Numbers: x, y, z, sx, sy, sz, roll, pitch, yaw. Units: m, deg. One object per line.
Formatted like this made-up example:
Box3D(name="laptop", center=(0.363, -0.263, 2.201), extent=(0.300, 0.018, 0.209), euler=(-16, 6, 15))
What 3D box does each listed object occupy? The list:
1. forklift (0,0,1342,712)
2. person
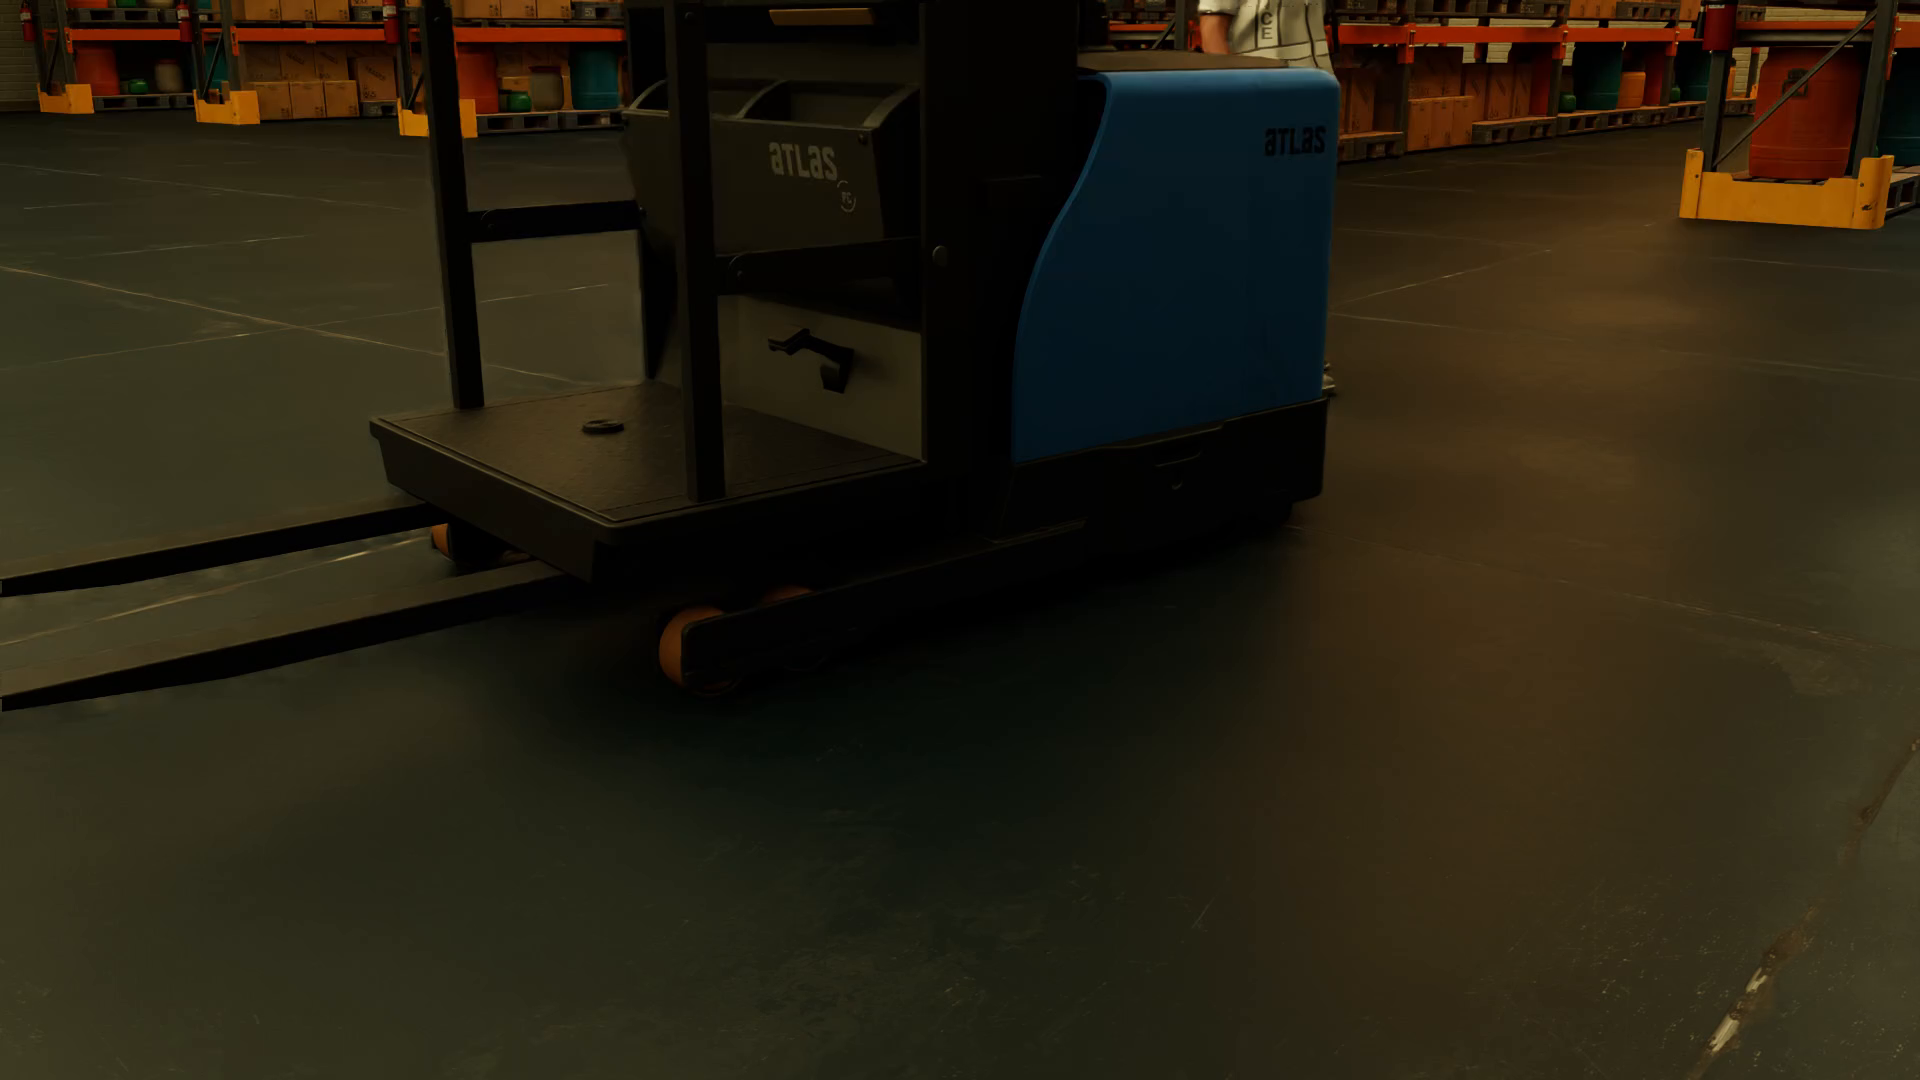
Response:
Box3D(name="forklift", center=(-0.562, -1.290, 3.145), extent=(3.031, 2.935, 1.130), euler=(-14, 22, -38))
Box3D(name="person", center=(1.145, -1.430, 5.594), extent=(0.619, 1.779, 0.627), euler=(15, 23, 41))
